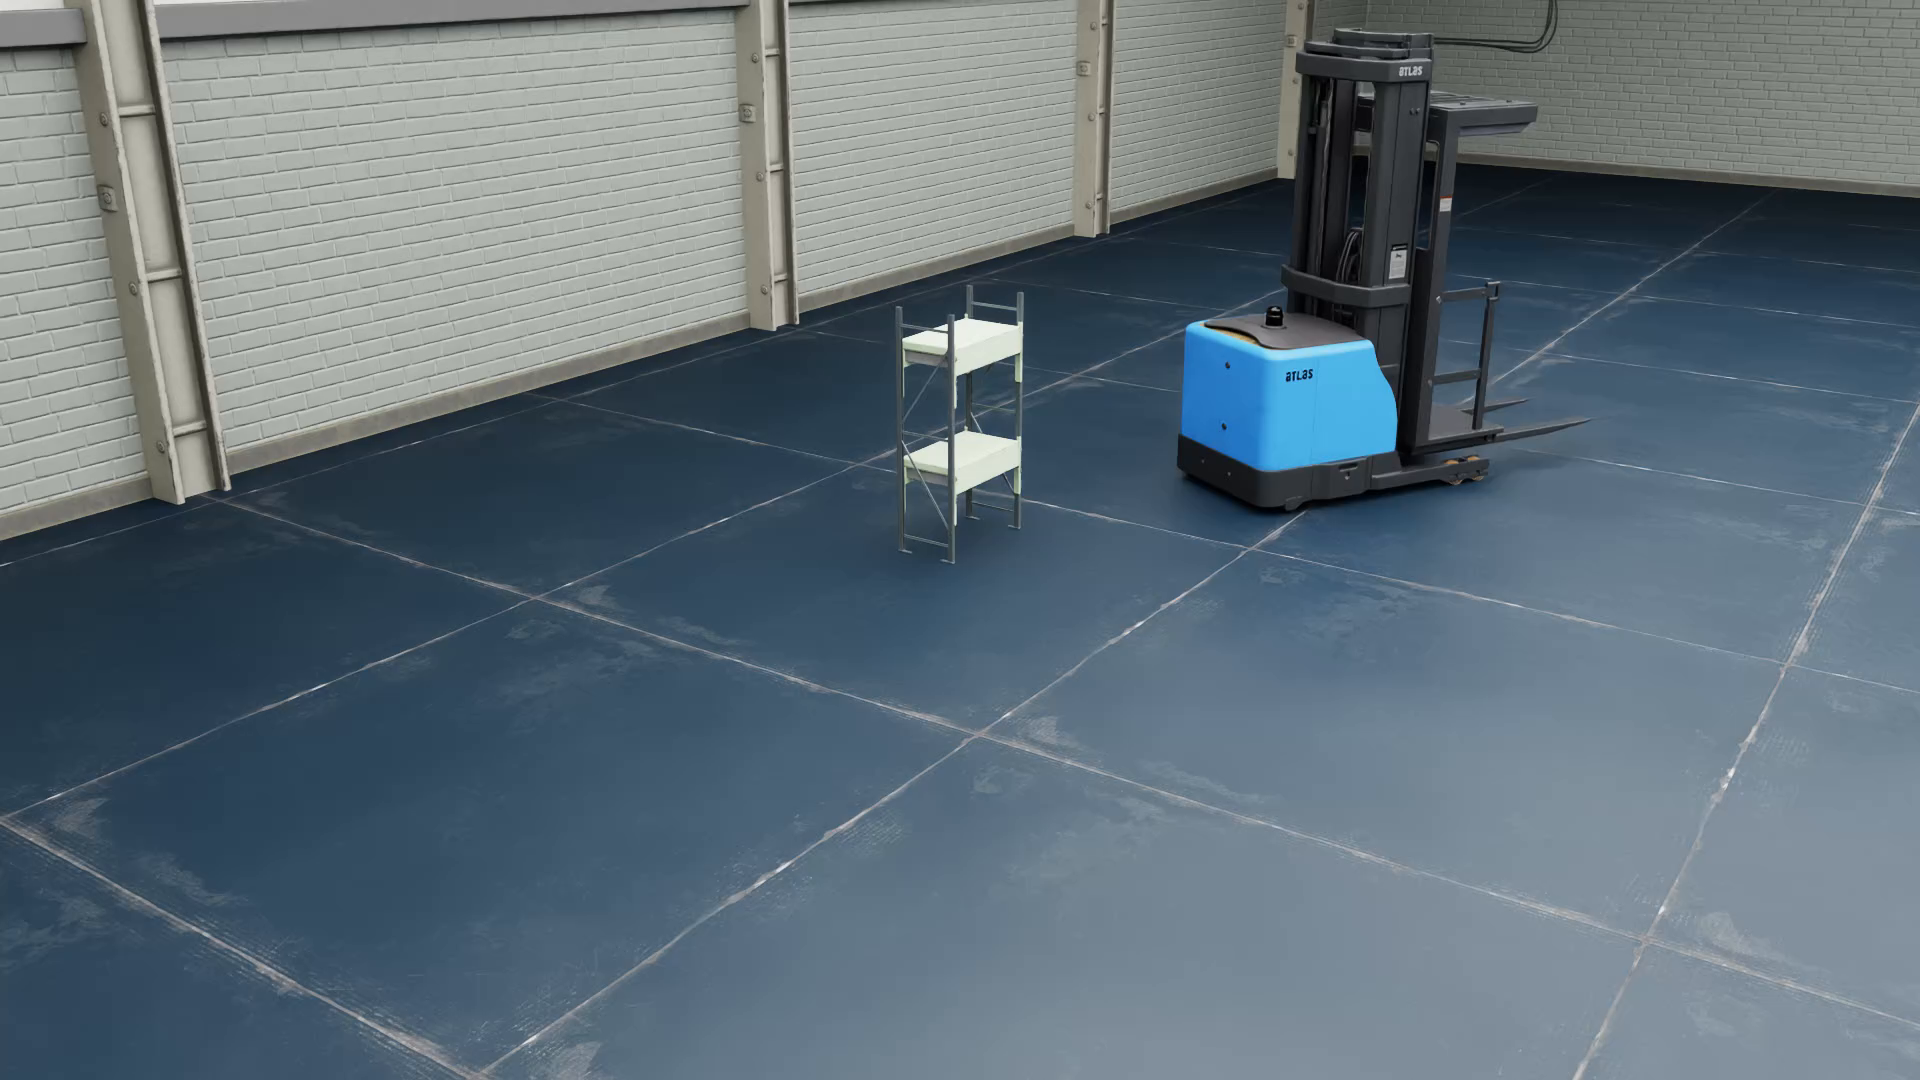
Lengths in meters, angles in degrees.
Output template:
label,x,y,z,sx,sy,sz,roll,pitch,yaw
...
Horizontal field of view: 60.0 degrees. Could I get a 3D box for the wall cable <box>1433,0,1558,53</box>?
label,x,y,z,sx,sy,sz,roll,pitch,yaw
wall cable,7.729,-8.834,25.652,3.097,2.526,0.112,13,24,32

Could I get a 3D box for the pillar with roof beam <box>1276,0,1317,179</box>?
label,x,y,z,sx,sy,sz,roll,pitch,yaw
pillar with roof beam,8.539,-8.863,21.256,9.100,9.000,0.400,13,24,32

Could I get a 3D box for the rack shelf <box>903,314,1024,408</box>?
label,x,y,z,sx,sy,sz,roll,pitch,yaw
rack shelf,0.004,-1.071,9.875,0.431,0.370,0.720,13,24,32

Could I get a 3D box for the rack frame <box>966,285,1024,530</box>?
label,x,y,z,sx,sy,sz,roll,pitch,yaw
rack frame,0.209,-0.810,10.294,0.400,1.500,0.023,13,24,32

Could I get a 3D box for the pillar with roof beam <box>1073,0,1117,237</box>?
label,x,y,z,sx,sy,sz,roll,pitch,yaw
pillar with roof beam,5.166,-7.142,16.602,9.100,9.000,0.400,13,24,32

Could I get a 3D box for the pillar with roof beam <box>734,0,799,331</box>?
label,x,y,z,sx,sy,sz,roll,pitch,yaw
pillar with roof beam,1.794,-5.420,11.948,9.100,9.000,0.400,13,24,32

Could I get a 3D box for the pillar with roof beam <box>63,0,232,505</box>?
label,x,y,z,sx,sy,sz,roll,pitch,yaw
pillar with roof beam,-1.579,-3.699,7.294,9.100,9.000,0.400,13,24,32

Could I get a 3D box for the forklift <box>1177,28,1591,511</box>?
label,x,y,z,sx,sy,sz,roll,pitch,yaw
forklift,3.041,-1.900,11.177,3.031,2.935,1.130,-10,22,-25

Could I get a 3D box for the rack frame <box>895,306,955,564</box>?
label,x,y,z,sx,sy,sz,roll,pitch,yaw
rack frame,-0.202,-0.600,9.726,0.400,1.500,0.023,13,24,32

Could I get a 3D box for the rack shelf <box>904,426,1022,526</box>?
label,x,y,z,sx,sy,sz,roll,pitch,yaw
rack shelf,0.004,-0.400,10.123,0.431,0.370,0.720,13,24,32

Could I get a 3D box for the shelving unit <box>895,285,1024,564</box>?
label,x,y,z,sx,sy,sz,roll,pitch,yaw
shelving unit,0.004,-0.705,10.010,0.431,1.500,0.755,13,24,32
